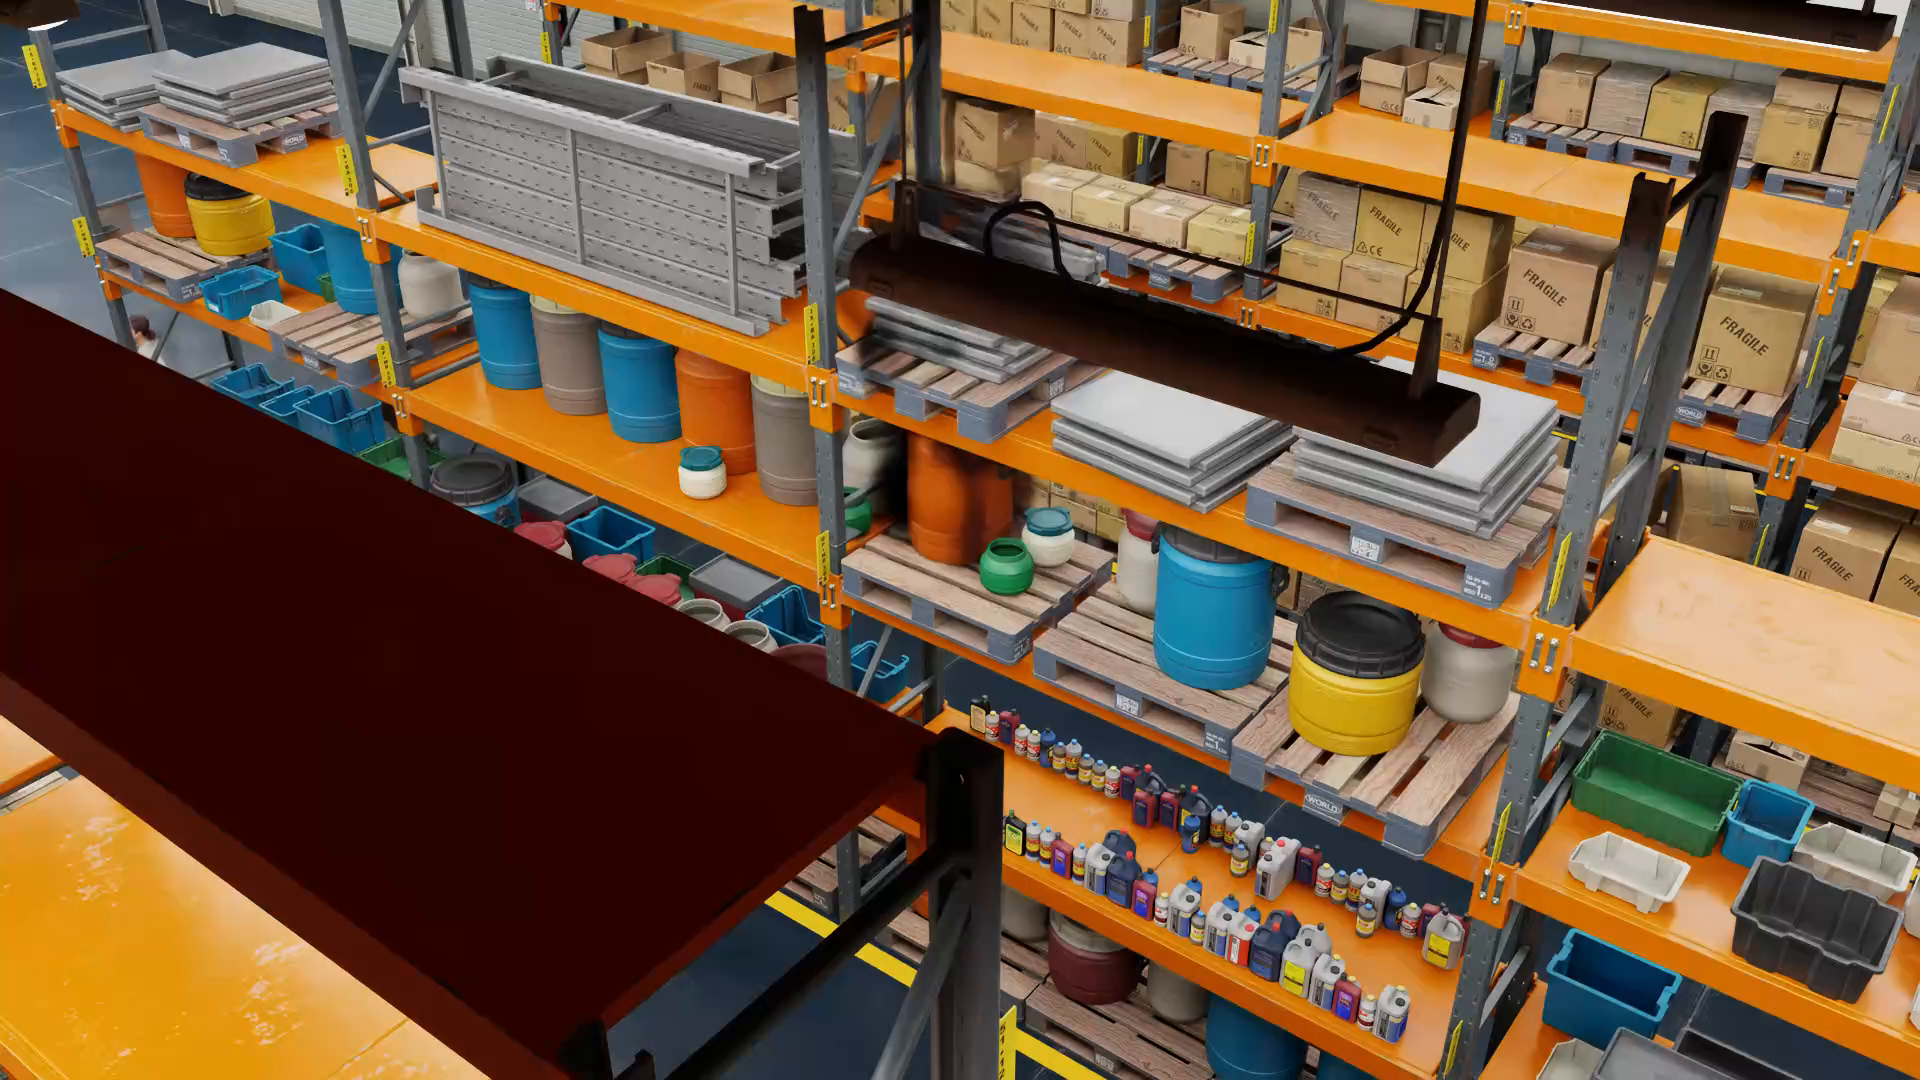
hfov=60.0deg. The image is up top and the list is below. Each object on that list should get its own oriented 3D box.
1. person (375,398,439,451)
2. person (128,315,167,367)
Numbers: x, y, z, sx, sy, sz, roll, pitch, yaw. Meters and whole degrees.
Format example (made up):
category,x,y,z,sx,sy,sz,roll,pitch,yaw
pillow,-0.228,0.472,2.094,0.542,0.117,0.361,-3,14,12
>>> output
category,x,y,z,sx,sy,sz,roll,pitch,yaw
person,-5.493,-1.425,15.966,0.602,1.733,0.689,15,35,23
person,-7.775,-1.433,16.069,0.617,1.633,0.575,-3,32,-6
